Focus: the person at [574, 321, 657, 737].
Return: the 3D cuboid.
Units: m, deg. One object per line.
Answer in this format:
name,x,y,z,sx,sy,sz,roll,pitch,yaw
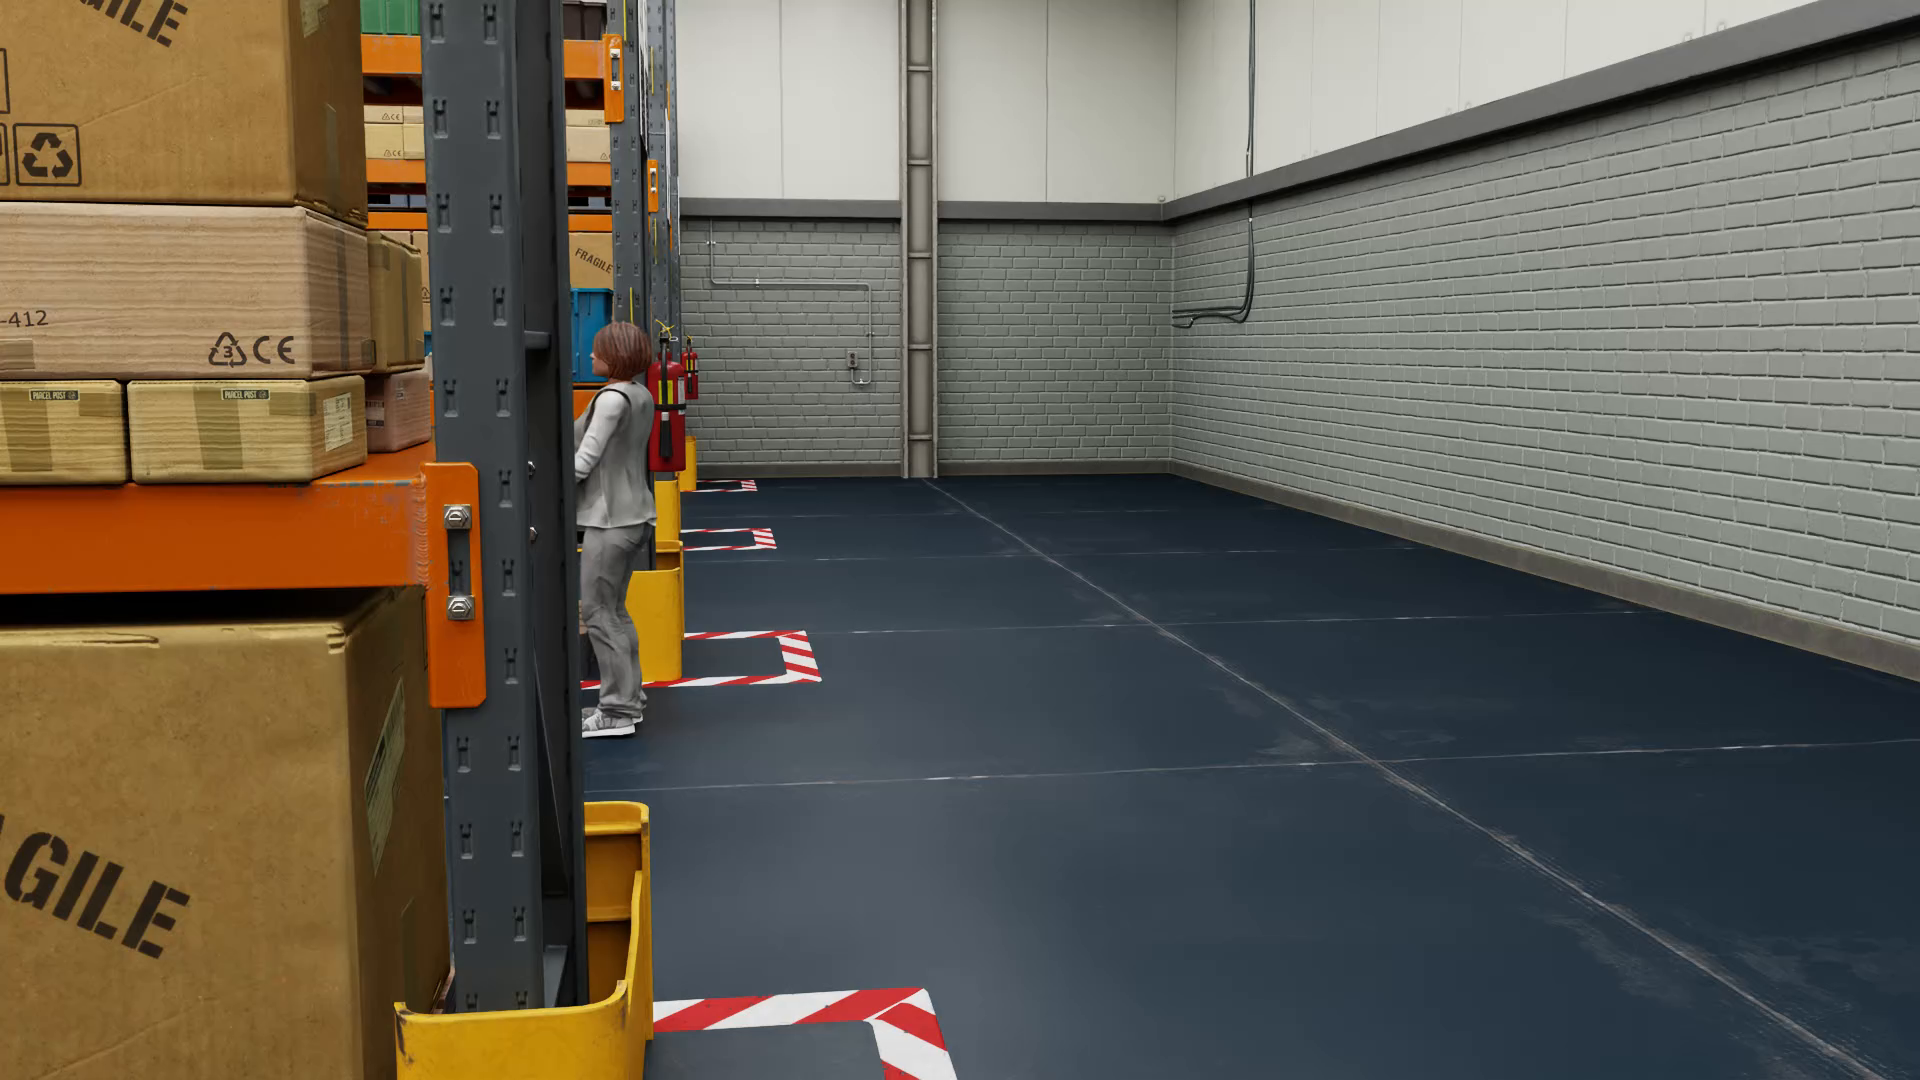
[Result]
person,-1.417,-0.044,6.423,0.495,1.588,0.406,1,7,7
